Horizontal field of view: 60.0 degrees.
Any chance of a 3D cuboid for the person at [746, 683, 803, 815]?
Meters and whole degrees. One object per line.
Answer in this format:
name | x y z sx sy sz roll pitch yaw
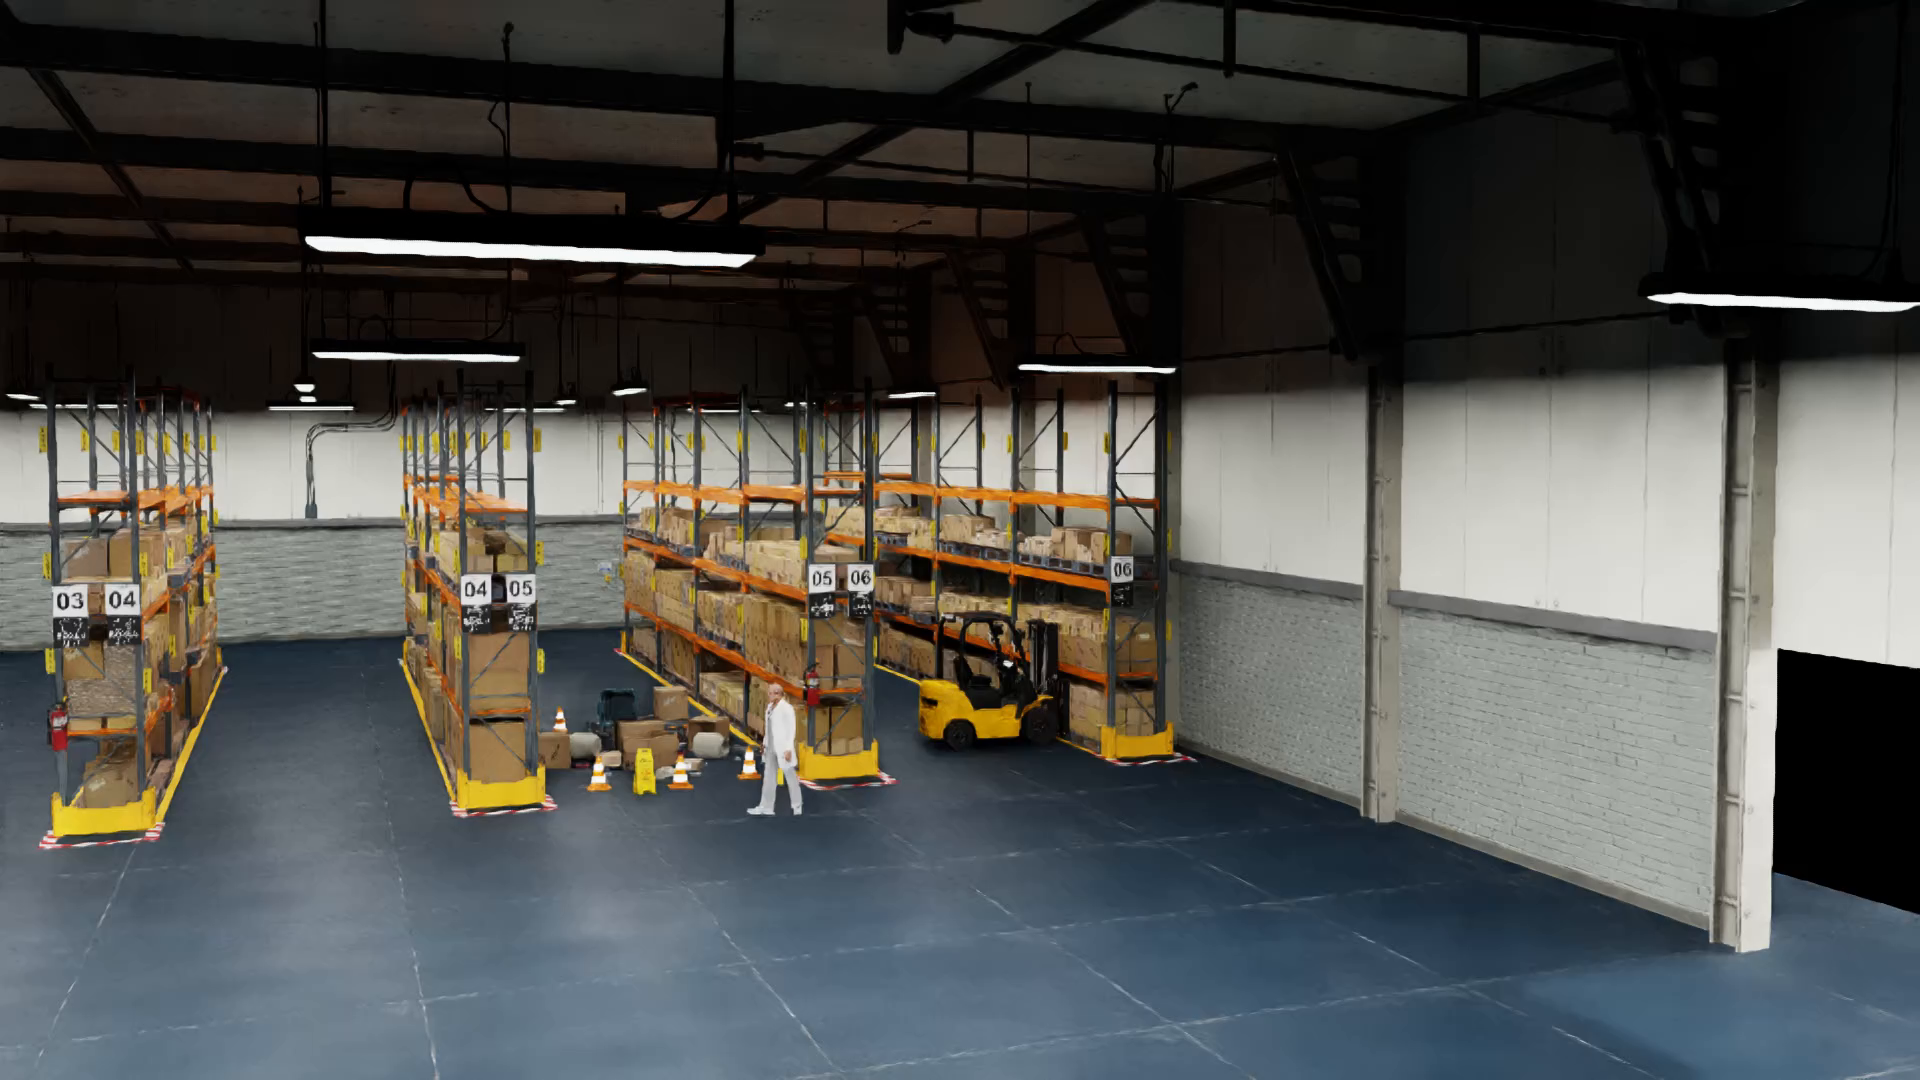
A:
person | -2.461 2.806 22.356 0.681 1.770 0.698 -3 5 -45
